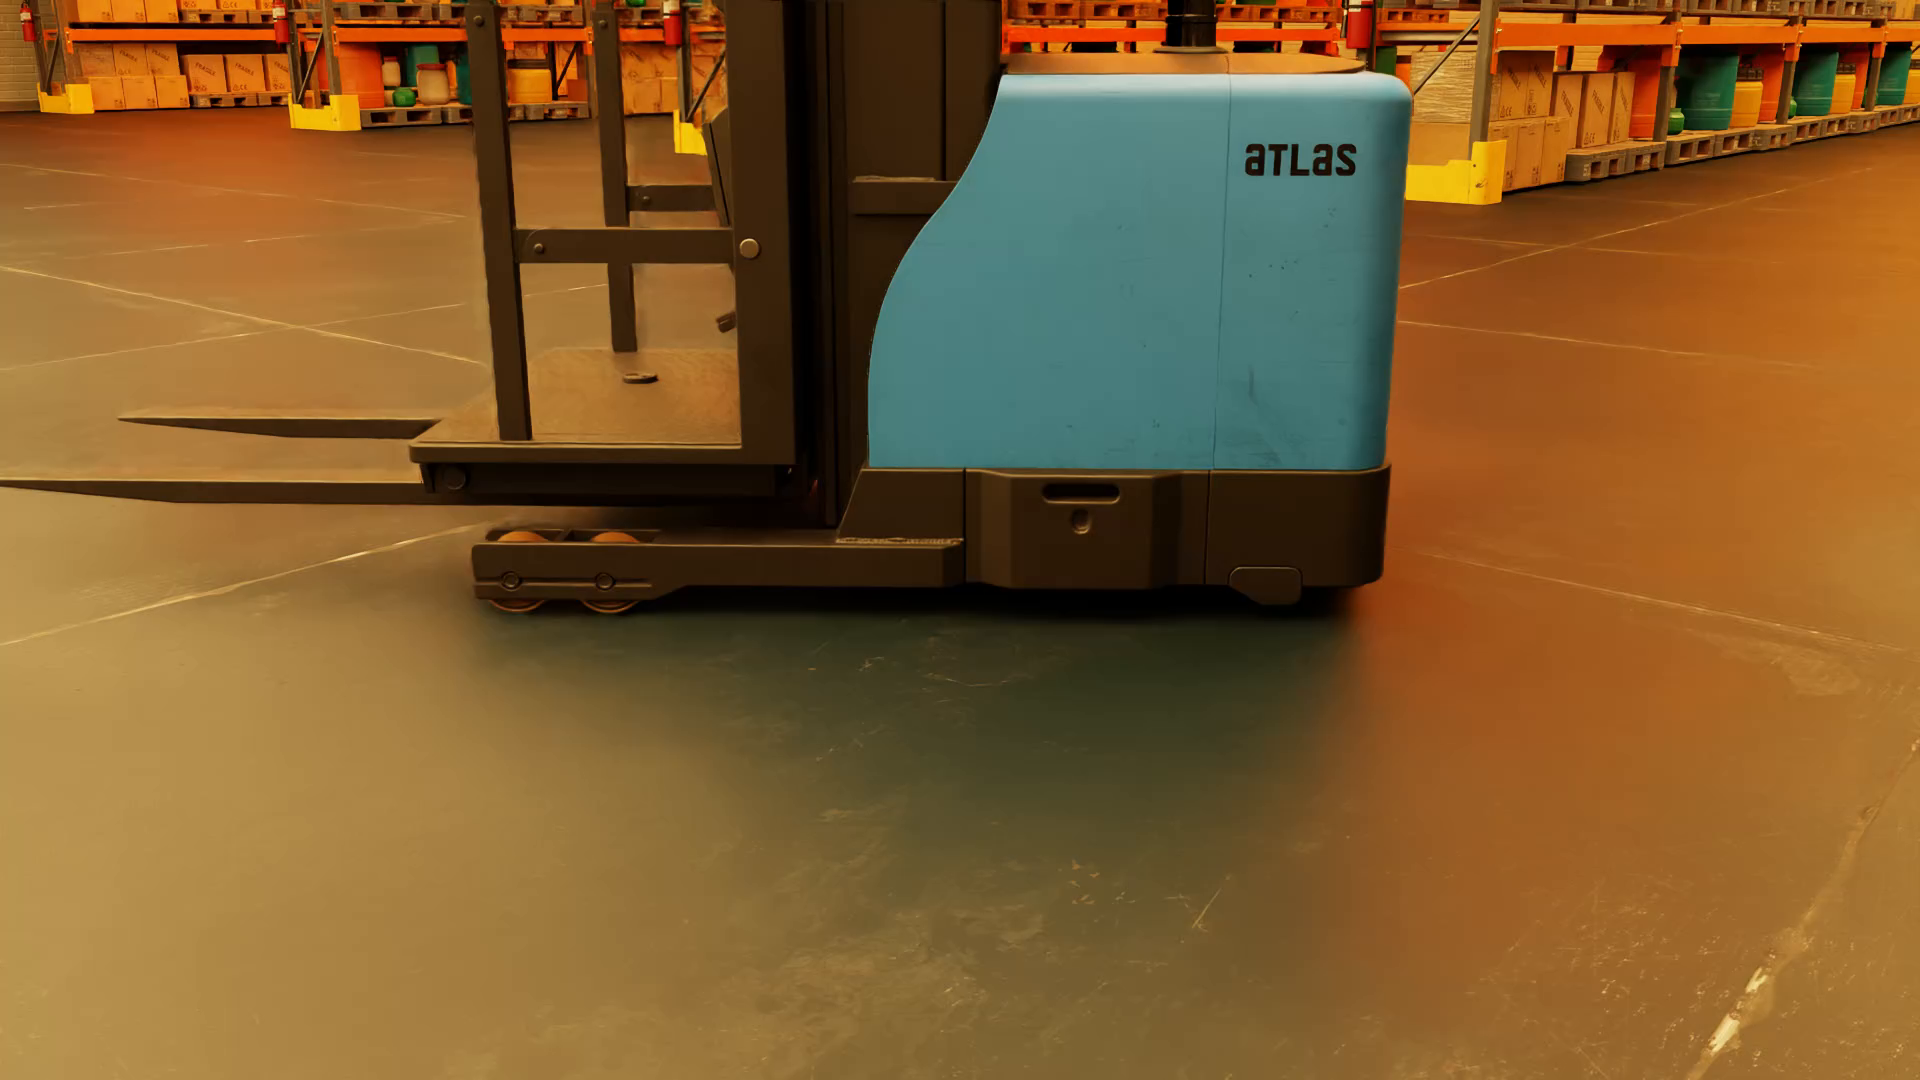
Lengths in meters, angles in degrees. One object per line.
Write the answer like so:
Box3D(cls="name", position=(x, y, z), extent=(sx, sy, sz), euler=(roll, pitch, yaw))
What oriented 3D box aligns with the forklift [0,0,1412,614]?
Box3D(cls="forklift", position=(-0.621, -1.403, 3.518), extent=(3.031, 2.935, 1.130), euler=(1, 17, 2))
